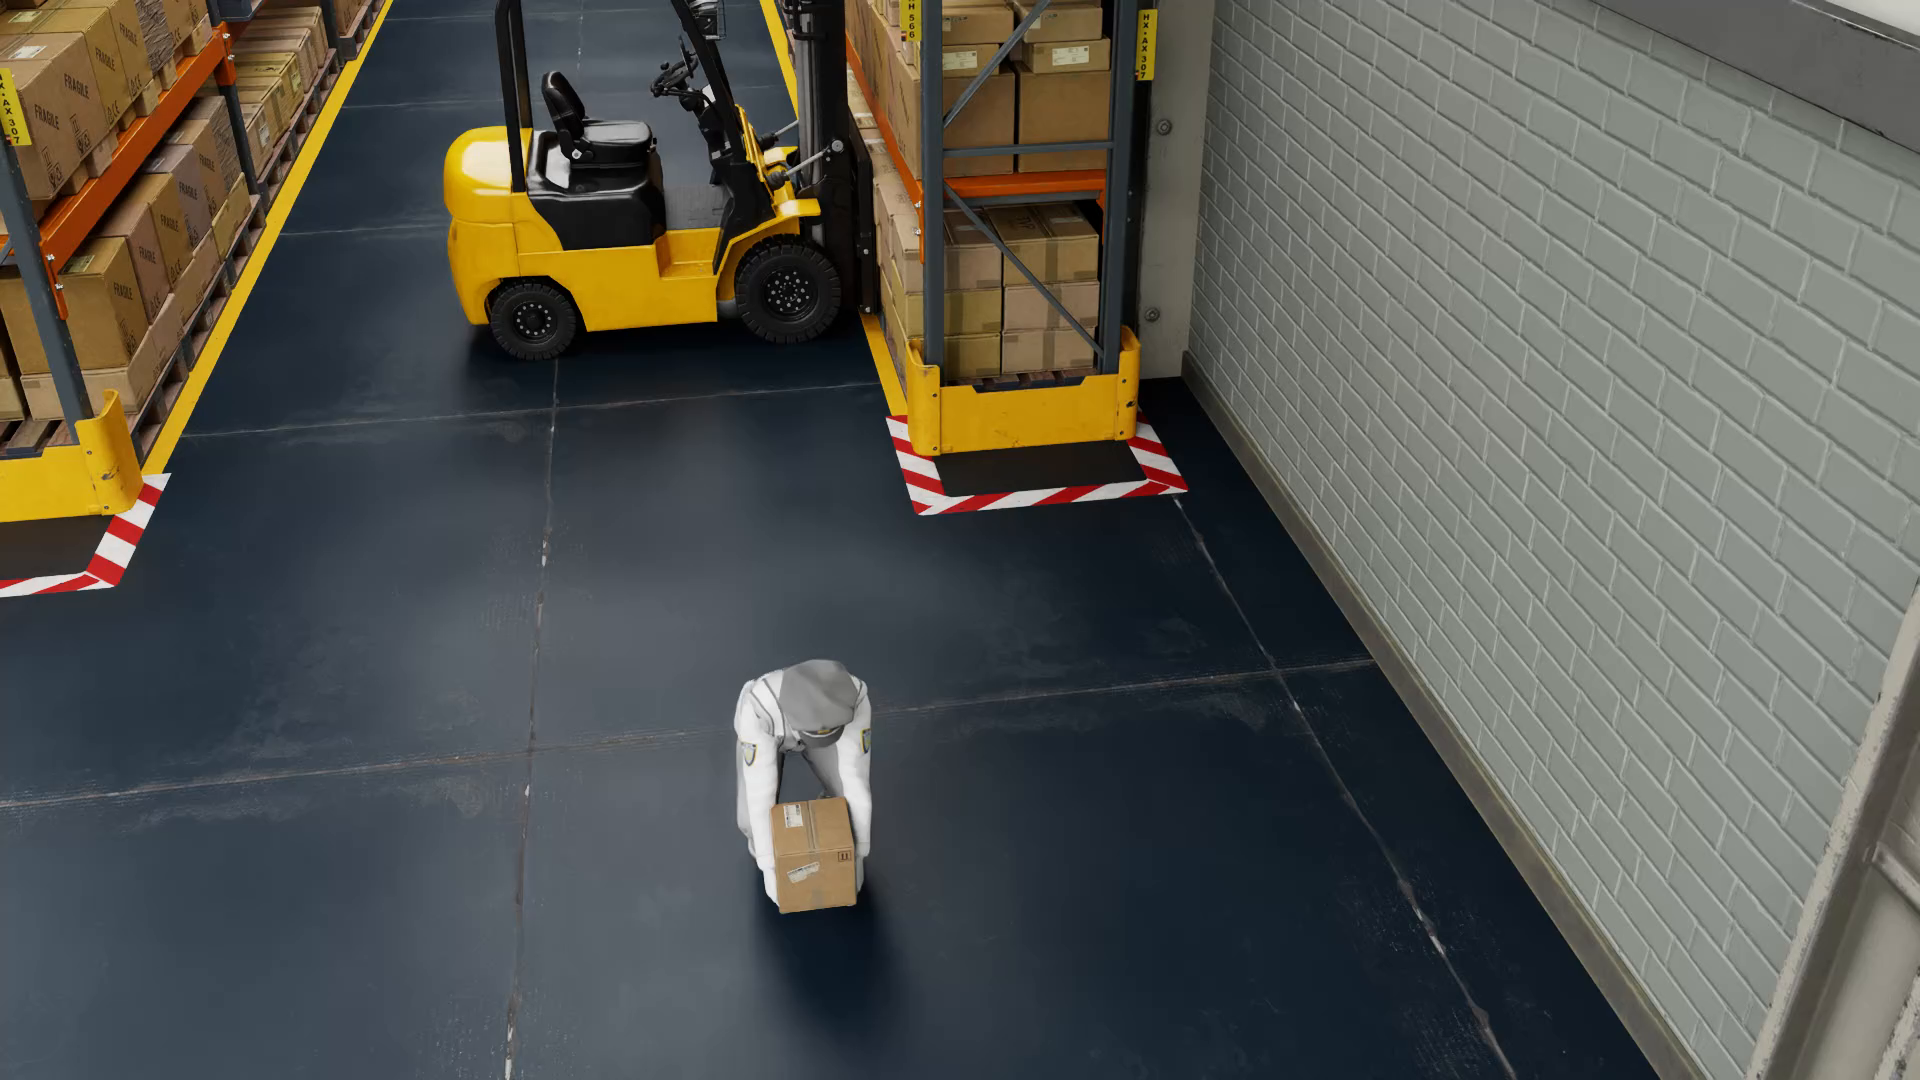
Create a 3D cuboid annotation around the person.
[{"bbox_3d":[-0.534,0.724,5.607,0.471,0.976,0.844,-6,31,-10],"label":"person"}]
